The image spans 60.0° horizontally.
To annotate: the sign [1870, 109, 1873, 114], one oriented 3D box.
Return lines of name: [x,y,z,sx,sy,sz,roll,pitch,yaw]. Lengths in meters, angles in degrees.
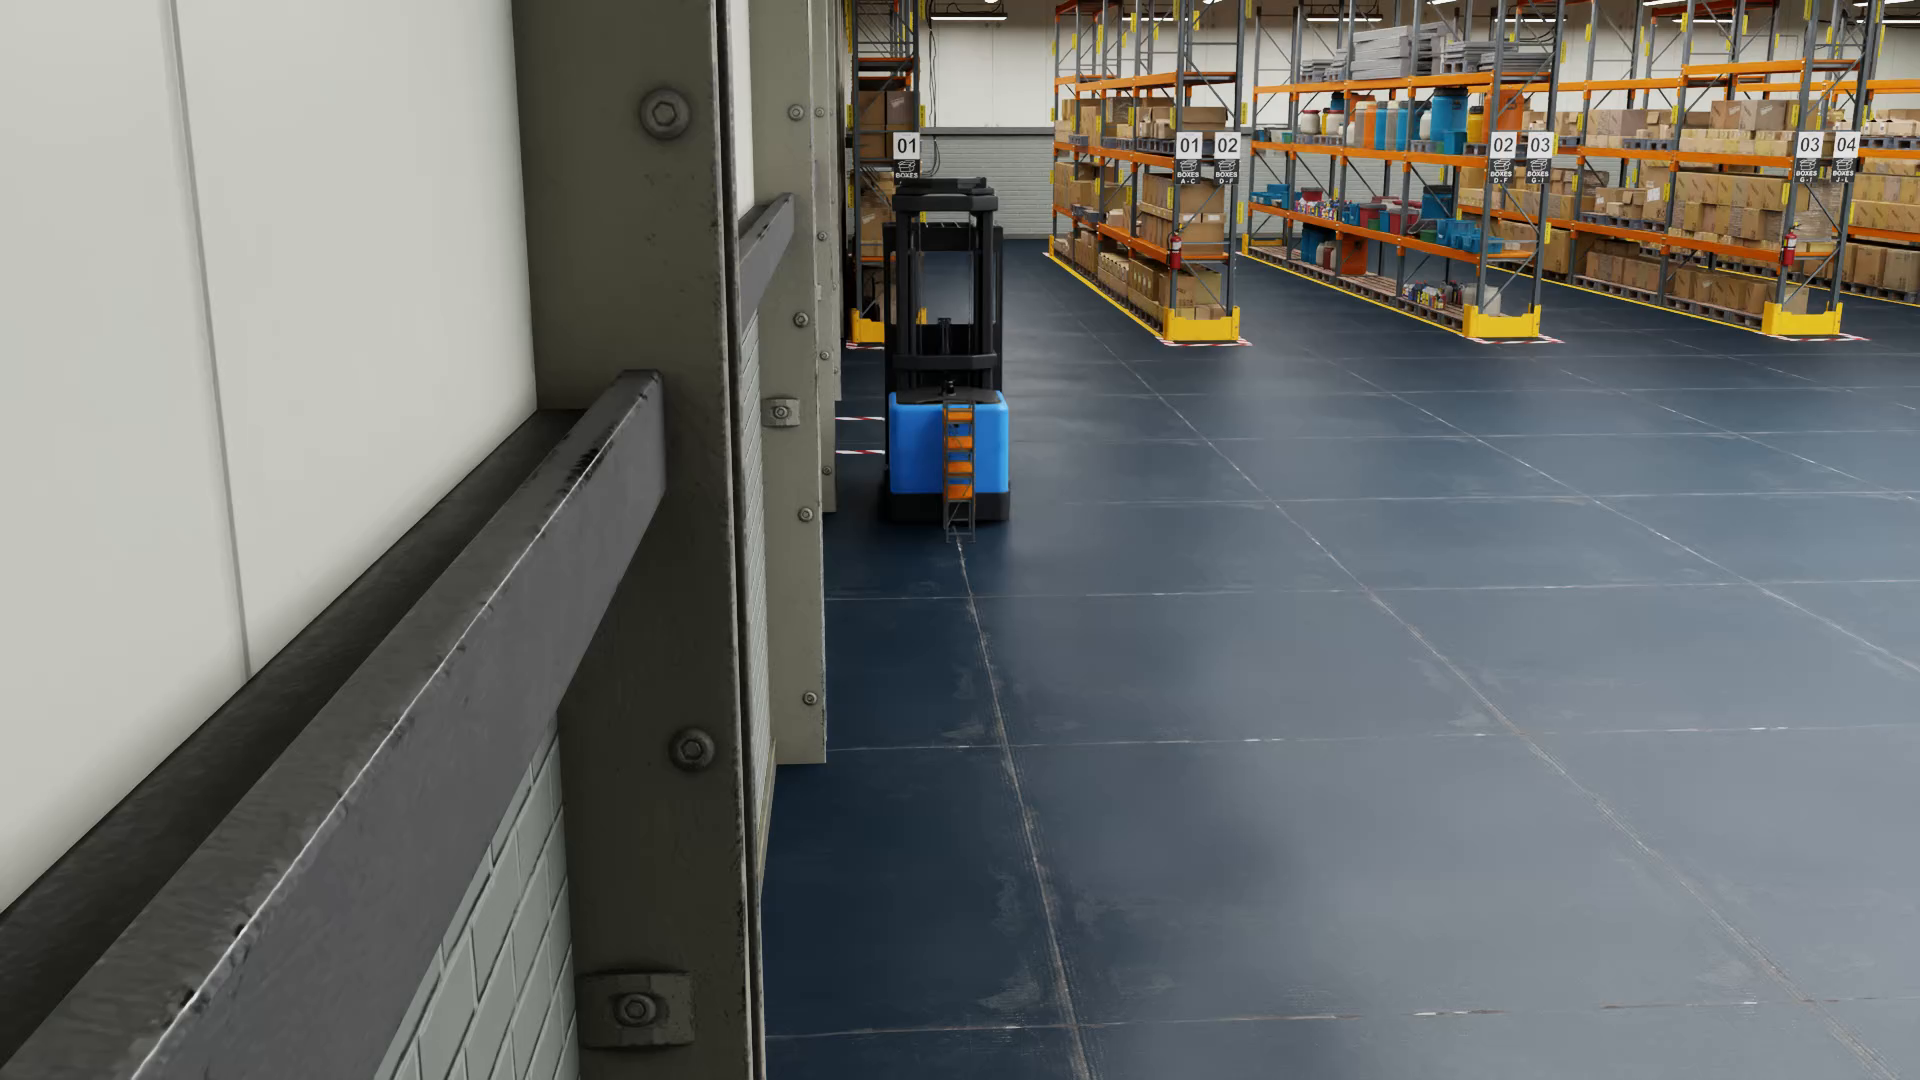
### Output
sign: [23.154,-10.788,42.298,0.100,0.325,0.005,-1,14,-3]

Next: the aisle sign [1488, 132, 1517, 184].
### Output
aisle sign: [8.476,-5.968,25.985,0.394,0.787,0.004,-1,14,-3]

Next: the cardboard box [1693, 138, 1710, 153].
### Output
cardboard box: [13.274,-6.935,29.243,0.500,0.250,0.500,-1,14,-4]

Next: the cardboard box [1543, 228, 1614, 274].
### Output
cardboard box: [13.194,-6.144,35.307,1.225,0.875,0.875,-2,15,-6]

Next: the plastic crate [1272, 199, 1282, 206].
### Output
plastic crate: [7.617,-8.046,39.686,0.293,0.136,0.466,-1,14,-3]

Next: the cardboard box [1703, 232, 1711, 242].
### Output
cardboard box: [13.279,-5.313,29.158,0.380,0.149,0.250,-1,14,-3]

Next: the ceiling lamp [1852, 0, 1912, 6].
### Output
ceiling lamp: [20.731,-13.436,36.475,0.800,3.185,2.000,-1,14,-3]

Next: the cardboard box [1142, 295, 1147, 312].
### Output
cardboard box: [3.391,-4.029,28.343,0.500,0.250,0.500,-1,14,-3]

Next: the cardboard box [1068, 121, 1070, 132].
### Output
cardboard box: [2.752,-9.504,38.222,0.500,0.250,0.500,-1,14,-3]

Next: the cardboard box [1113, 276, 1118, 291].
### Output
cardboard box: [3.200,-4.874,31.626,0.500,0.250,0.500,-1,14,-2]

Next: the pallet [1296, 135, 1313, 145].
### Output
pallet: [8.171,-8.884,36.893,1.213,0.211,1.003,-1,14,-3]

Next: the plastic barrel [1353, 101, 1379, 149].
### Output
plastic barrel: [8.107,-8.209,32.886,0.600,0.901,0.600,0,14,0]

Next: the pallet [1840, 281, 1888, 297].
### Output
pallet: [18.219,-4.999,33.030,1.003,0.211,1.213,-1,14,-3]

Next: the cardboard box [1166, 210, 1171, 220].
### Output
cardboard box: [3.563,-5.302,27.111,0.380,0.149,0.250,-1,14,-3]

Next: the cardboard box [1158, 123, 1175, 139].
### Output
cardboard box: [3.490,-6.590,26.775,0.500,0.250,0.500,-1,14,-3]

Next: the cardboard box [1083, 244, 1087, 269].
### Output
cardboard box: [2.966,-6.136,35.989,0.500,0.500,0.500,-1,14,-6]

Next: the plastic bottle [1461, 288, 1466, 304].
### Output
plastic bottle: [8.886,-4.296,29.287,0.152,0.276,0.135,-1,14,-2]

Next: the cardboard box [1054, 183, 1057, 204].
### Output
cardboard box: [2.597,-8.569,41.111,0.500,0.500,0.500,-1,14,-2]

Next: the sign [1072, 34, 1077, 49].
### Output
sign: [2.538,-11.033,36.813,0.100,0.325,0.005,-1,14,-3]

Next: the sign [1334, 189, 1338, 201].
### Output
sign: [8.574,-7.858,37.992,0.100,0.325,0.005,-1,14,-3]

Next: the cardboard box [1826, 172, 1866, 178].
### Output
cardboard box: [18.191,-7.270,34.054,0.700,0.500,0.500,-1,14,-4]

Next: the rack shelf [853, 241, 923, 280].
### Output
rack shelf: [-1.244,-4.728,27.825,1.077,0.370,4.000,-1,14,-3]

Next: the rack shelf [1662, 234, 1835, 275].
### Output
rack shelf: [13.588,-4.957,28.716,1.077,0.370,4.000,-1,14,-3]

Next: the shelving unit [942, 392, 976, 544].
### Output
shelving unit: [-0.011,-0.614,14.005,0.258,1.200,0.503,-1,14,-3]

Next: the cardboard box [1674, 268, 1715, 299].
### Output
cardboard box: [13.449,-4.695,30.430,0.500,0.500,0.500,-1,14,-5]

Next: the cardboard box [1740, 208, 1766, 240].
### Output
cardboard box: [13.554,-5.260,27.653,0.875,0.500,0.500,-1,14,-3]

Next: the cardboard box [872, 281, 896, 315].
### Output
cardboard box: [-1.104,-4.080,27.996,0.700,0.500,0.500,-2,15,-7]

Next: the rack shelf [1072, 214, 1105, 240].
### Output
rack shelf: [3.205,-6.795,35.858,1.077,0.370,4.000,-1,14,-3]

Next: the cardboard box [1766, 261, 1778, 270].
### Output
cardboard box: [17.843,-6.131,36.008,0.500,0.500,0.500,0,14,-1]

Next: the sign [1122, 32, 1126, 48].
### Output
sign: [3.634,-11.085,36.857,0.100,0.325,0.005,-1,14,-3]

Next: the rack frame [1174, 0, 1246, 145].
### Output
rack frame: [3.824,-7.561,25.355,1.000,3.000,0.127,-1,14,-3]

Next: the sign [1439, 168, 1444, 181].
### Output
sign: [12.166,-9.238,42.014,0.100,0.325,0.005,-1,14,-3]

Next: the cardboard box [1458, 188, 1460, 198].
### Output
cardboard box: [12.519,-8.606,41.158,0.500,0.250,0.500,-1,14,-4]

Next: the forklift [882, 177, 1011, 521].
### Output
forklift: [-0.167,-1.895,15.508,1.130,2.935,3.031,-1,14,-3]

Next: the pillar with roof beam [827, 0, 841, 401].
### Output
pillar with roof beam: [2.642,-6.219,20.138,9.100,9.000,0.400,-1,14,-3]

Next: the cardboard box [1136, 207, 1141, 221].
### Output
cardboard box: [3.512,-6.021,31.209,0.500,0.500,0.500,0,14,1]

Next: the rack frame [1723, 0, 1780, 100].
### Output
rack frame: [17.925,-10.749,37.745,1.000,3.000,0.127,-1,14,-3]

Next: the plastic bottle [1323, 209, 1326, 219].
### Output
plastic bottle: [7.782,-6.951,35.419,0.097,0.201,0.097,0,14,0]

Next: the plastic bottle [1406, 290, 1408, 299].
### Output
plastic bottle: [8.115,-4.448,30.025,0.097,0.201,0.097,0,14,0]

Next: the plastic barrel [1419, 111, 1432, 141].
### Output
plastic barrel: [8.351,-7.326,29.394,0.421,0.512,0.421,0,14,0]

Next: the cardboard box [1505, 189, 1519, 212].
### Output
cardboard box: [12.747,-7.723,37.820,0.500,0.500,0.500,-1,14,-3]

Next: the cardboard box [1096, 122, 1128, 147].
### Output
cardboard box: [3.268,-8.255,33.869,0.910,0.500,0.500,-1,14,-3]

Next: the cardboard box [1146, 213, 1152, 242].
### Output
cardboard box: [3.649,-5.458,29.019,0.700,0.500,0.500,-1,14,-4]

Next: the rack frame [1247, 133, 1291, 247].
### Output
rack frame: [7.777,-8.711,41.862,1.000,3.000,0.127,-1,14,-3]

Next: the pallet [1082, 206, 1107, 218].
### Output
pallet: [3.203,-7.036,35.739,1.003,0.211,1.213,-1,14,-3]

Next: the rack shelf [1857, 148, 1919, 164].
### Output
rack shelf: [18.297,-7.456,32.409,1.077,0.370,4.000,-1,14,-3]

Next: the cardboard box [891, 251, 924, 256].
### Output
cardboard box: [-0.833,-4.642,26.309,0.500,0.250,0.500,-1,14,-5]

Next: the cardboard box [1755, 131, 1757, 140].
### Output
cardboard box: [13.427,-6.704,27.543,0.380,0.149,0.250,-1,14,-3]

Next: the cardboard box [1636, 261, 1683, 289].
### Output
cardboard box: [13.437,-5.077,31.873,0.700,0.500,0.500,-1,14,-4]

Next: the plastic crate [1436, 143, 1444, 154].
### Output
plastic crate: [8.346,-6.680,28.374,0.336,0.188,0.450,-1,14,-3]
